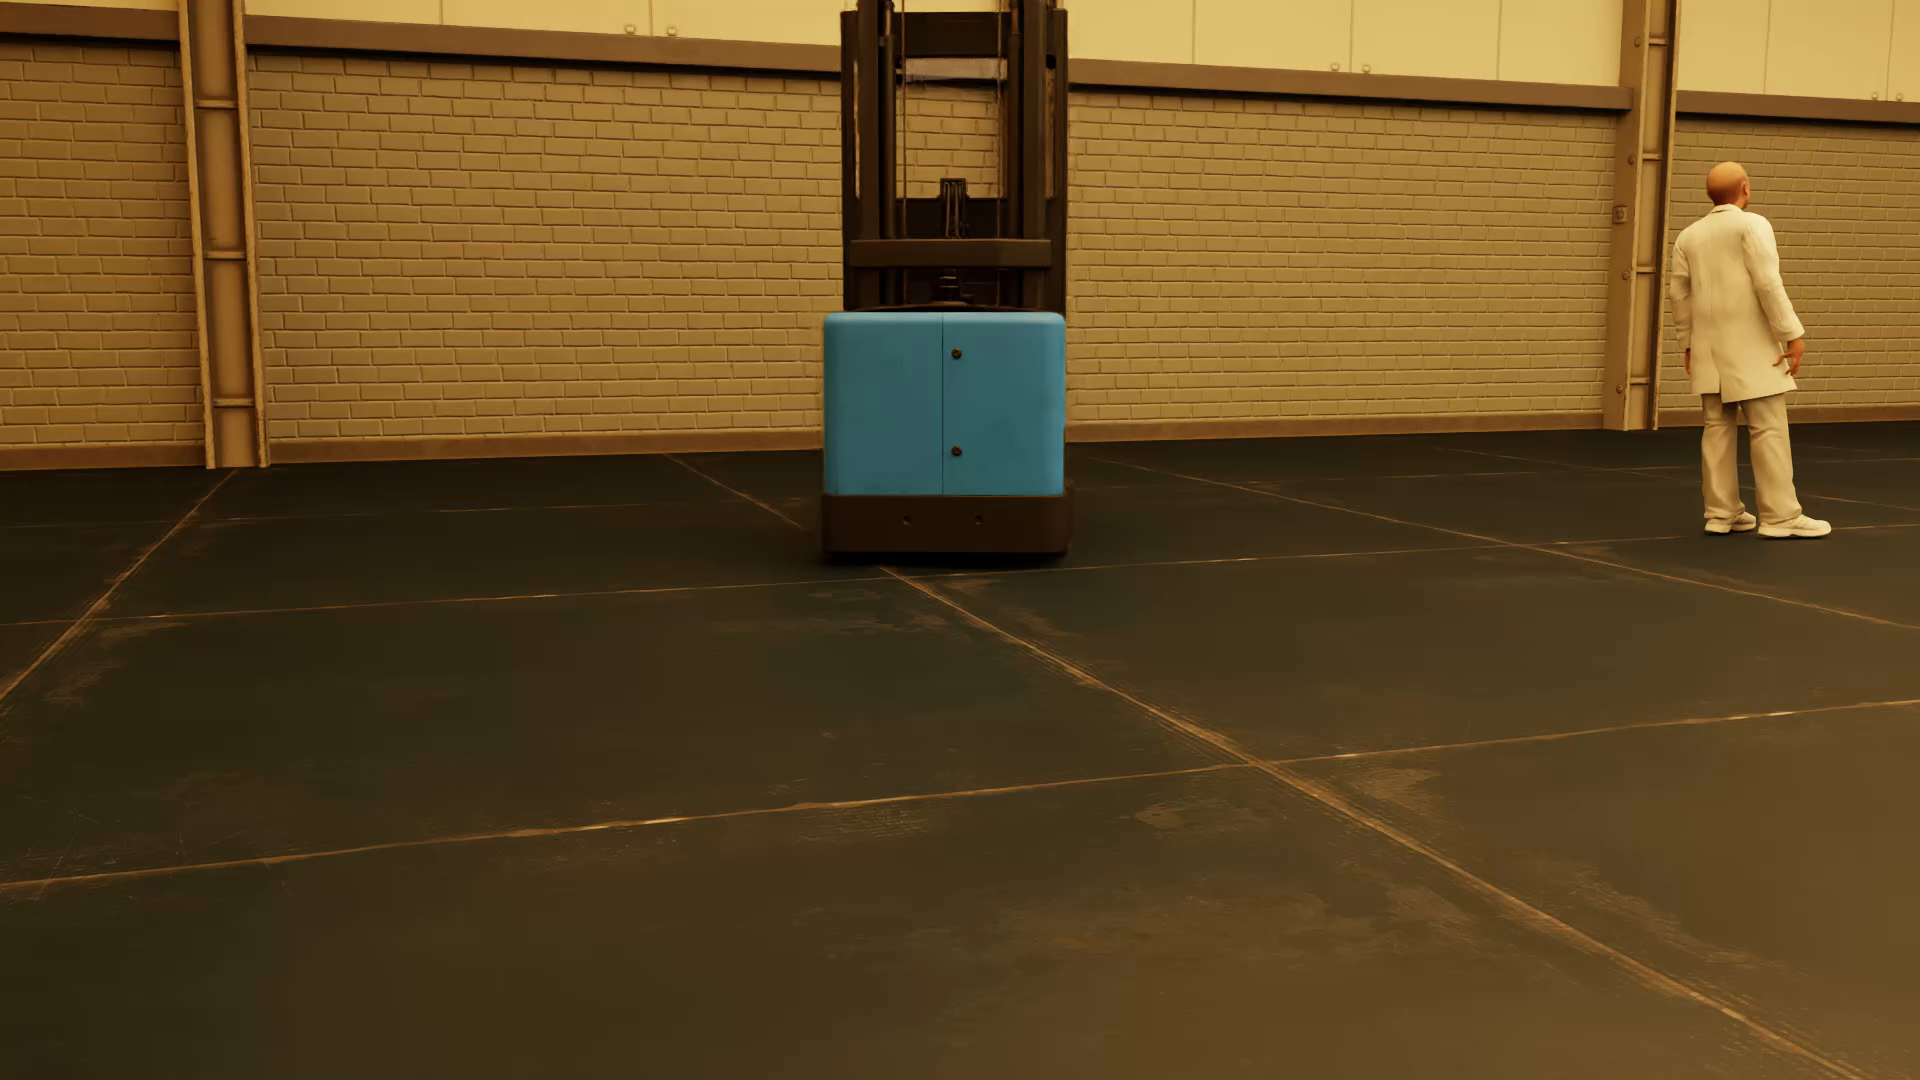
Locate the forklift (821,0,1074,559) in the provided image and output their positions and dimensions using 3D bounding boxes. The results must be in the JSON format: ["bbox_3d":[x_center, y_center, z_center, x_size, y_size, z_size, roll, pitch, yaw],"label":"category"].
[{"bbox_3d":[-0.017,-1.533,8.316,1.130,2.935,3.031,0,8,2],"label":"forklift"}]

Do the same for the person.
[{"bbox_3d":[3.813,-0.920,8.044,0.582,1.775,0.695,-4,8,-24],"label":"person"}]
